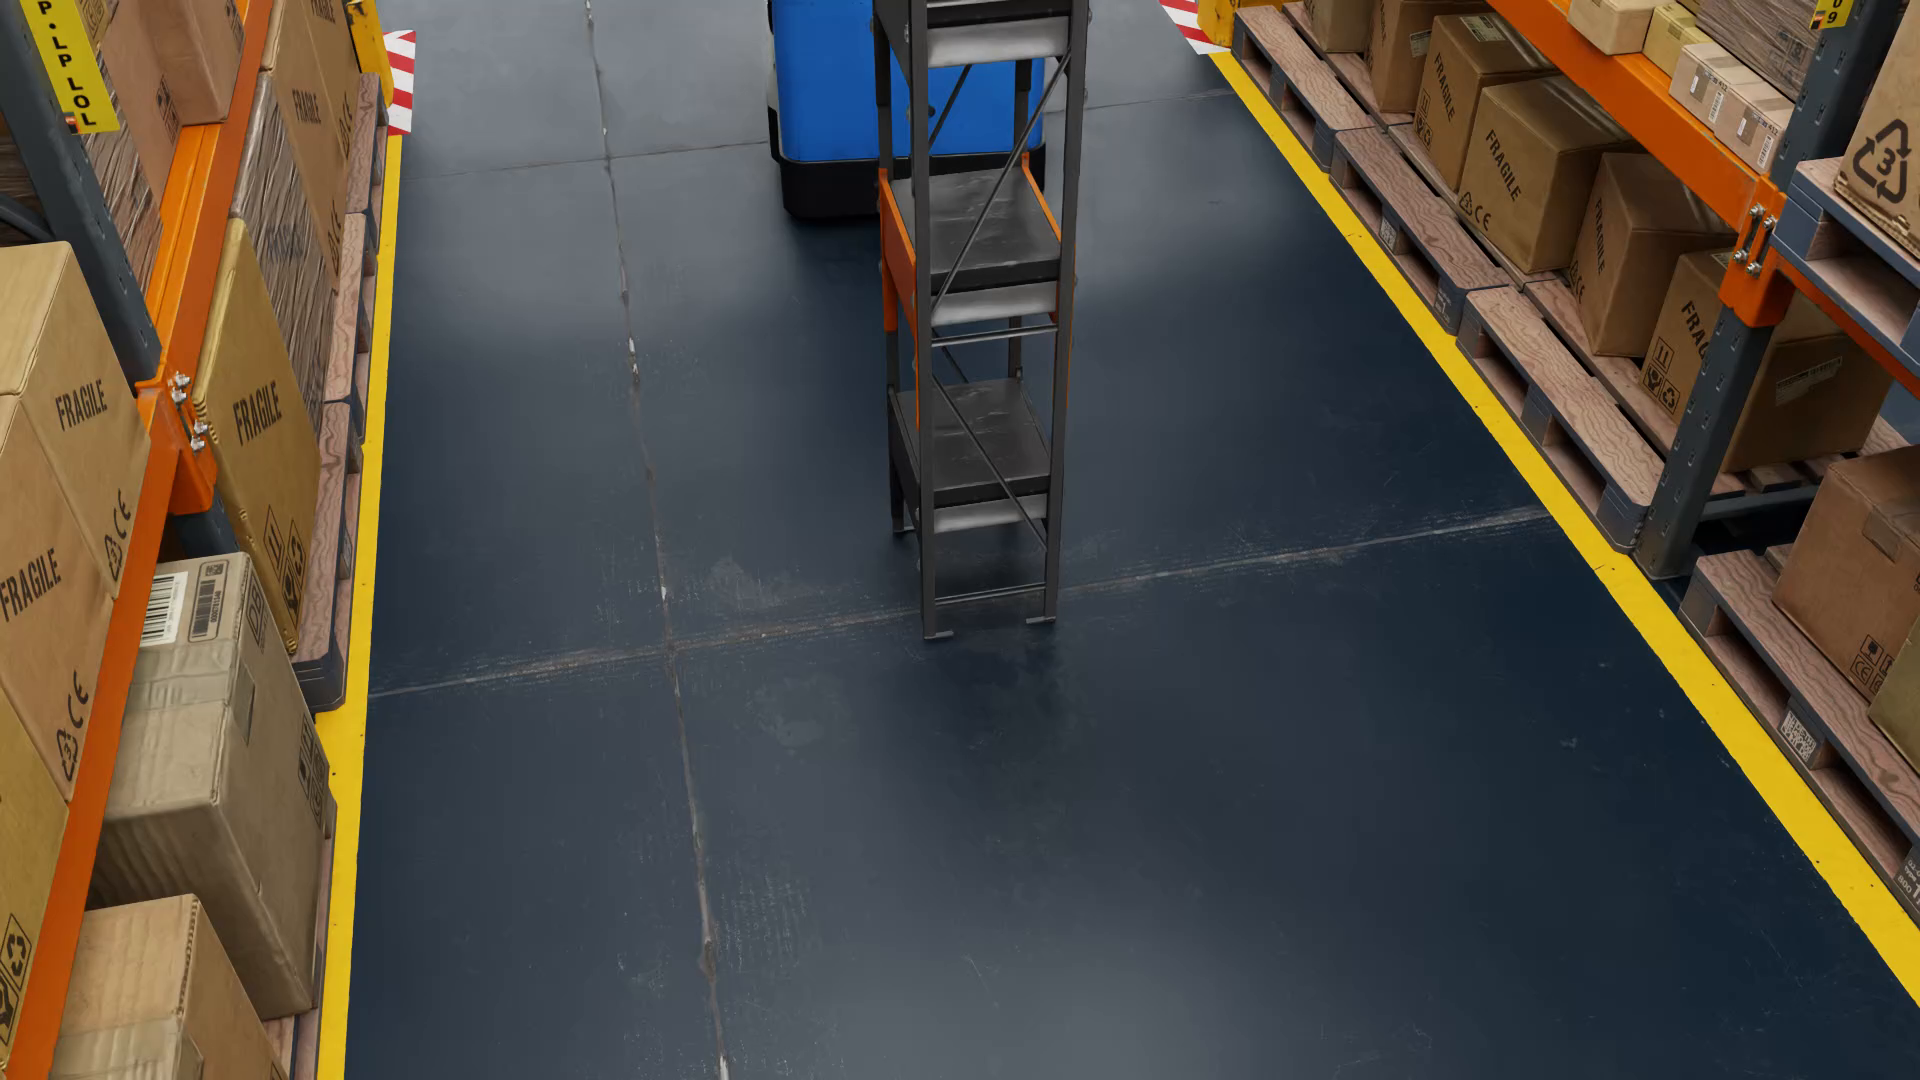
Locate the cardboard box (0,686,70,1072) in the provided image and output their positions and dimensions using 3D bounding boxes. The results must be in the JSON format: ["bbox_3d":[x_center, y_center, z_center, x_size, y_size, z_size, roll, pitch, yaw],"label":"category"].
[{"bbox_3d":[-1.679,0.462,2.395,0.500,0.500,0.500,-8,42,-9],"label":"cardboard box"}]

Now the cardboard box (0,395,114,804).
[{"bbox_3d":[-1.788,0.134,2.764,0.500,0.500,0.500,-9,42,-10],"label":"cardboard box"}]

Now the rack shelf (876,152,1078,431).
[{"bbox_3d":[0.036,-0.668,4.441,0.431,0.518,0.480,-8,42,-9],"label":"rack shelf"}]

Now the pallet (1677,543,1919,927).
[{"bbox_3d":[2.764,0.447,4.588,1.003,0.211,1.213,-8,42,-9],"label":"pallet"}]

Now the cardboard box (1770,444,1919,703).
[{"bbox_3d":[2.706,0.071,4.462,0.700,0.500,0.500,-11,43,-13],"label":"cardboard box"}]

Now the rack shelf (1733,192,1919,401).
[{"bbox_3d":[3.026,0.465,3.009,1.077,0.370,4.000,-8,42,-9],"label":"rack shelf"}]

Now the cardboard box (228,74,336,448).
[{"bbox_3d":[-2.536,-0.820,5.198,0.875,0.875,0.875,-8,42,-9],"label":"cardboard box"}]

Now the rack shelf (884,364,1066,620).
[{"bbox_3d":[0.036,-0.144,4.906,0.431,0.518,0.480,-8,42,-9],"label":"rack shelf"}]

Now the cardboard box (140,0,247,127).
[{"bbox_3d":[-2.504,-1.469,4.533,0.875,0.550,0.550,-8,42,-9],"label":"cardboard box"}]

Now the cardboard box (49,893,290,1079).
[{"bbox_3d":[-1.844,1.244,2.967,1.050,0.750,0.750,-8,42,-9],"label":"cardboard box"}]

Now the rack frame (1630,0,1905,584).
[{"bbox_3d":[2.594,-1.101,4.231,1.000,3.000,0.127,-8,42,-9],"label":"rack frame"}]

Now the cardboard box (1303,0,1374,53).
[{"bbox_3d":[1.849,-2.509,7.383,0.500,0.500,0.500,-1,42,-1],"label":"cardboard box"}]

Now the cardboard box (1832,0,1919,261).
[{"bbox_3d":[2.629,-0.947,3.289,1.000,1.000,1.000,-8,42,-9],"label":"cardboard box"}]

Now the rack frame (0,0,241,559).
[{"bbox_3d":[-2.271,-0.456,3.504,1.000,3.000,0.127,-8,42,-9],"label":"rack frame"}]

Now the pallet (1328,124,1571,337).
[{"bbox_3d":[2.148,-1.281,6.534,1.003,0.211,1.213,-8,42,-9],"label":"pallet"}]

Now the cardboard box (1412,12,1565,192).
[{"bbox_3d":[2.128,-1.718,6.492,0.500,0.500,0.500,-5,42,-5],"label":"cardboard box"}]

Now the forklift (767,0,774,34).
[{"bbox_3d":[-0.328,-3.346,6.812,1.121,2.935,3.031,-4,42,-5],"label":"forklift"}]

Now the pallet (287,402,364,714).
[{"bbox_3d":[-2.358,0.083,4.997,1.003,0.211,1.213,-8,42,-9],"label":"pallet"}]

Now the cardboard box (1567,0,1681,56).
[{"bbox_3d":[2.058,-1.584,4.964,0.380,0.149,0.250,-8,42,-9],"label":"cardboard box"}]

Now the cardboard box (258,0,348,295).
[{"bbox_3d":[-2.731,-1.411,5.864,0.875,0.875,0.875,-9,42,-10],"label":"cardboard box"}]

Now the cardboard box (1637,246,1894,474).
[{"bbox_3d":[2.547,-0.588,5.220,0.500,0.500,0.500,-10,42,-11],"label":"cardboard box"}]

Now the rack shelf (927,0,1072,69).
[{"bbox_3d":[0.036,-1.294,3.886,0.368,0.174,0.457,-8,42,-9],"label":"rack shelf"}]

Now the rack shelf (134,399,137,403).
[{"bbox_3d":[-1.839,1.037,2.217,0.919,0.124,3.809,-8,42,-9],"label":"rack shelf"}]

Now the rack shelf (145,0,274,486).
[{"bbox_3d":[-2.702,-1.483,5.203,1.077,0.370,4.000,-8,42,-9],"label":"rack shelf"}]

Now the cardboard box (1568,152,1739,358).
[{"bbox_3d":[2.224,-2.451,6.008,1.144,2.239,2.984,4,42,4],"label":"cardboard box"}]

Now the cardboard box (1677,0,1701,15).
[{"bbox_3d":[2.484,-1.879,4.808,0.875,0.500,0.500,-8,42,-9],"label":"cardboard box"}]

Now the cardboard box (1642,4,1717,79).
[{"bbox_3d":[2.221,-1.438,4.800,0.380,0.149,0.250,-8,42,-9],"label":"cardboard box"}]

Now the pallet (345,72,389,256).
[{"bbox_3d":[-2.885,-1.498,6.779,1.003,0.211,1.213,-8,42,-9],"label":"pallet"}]

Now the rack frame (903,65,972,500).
[{"bbox_3d":[-0.018,-0.836,4.610,0.380,1.831,0.006,-8,42,-9],"label":"rack frame"}]

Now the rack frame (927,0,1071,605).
[{"bbox_3d":[0.087,-0.520,4.254,0.380,1.831,0.006,-8,42,-9],"label":"rack frame"}]

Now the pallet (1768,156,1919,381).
[{"bbox_3d":[2.617,-0.513,3.713,1.003,0.211,1.213,-8,42,-9],"label":"pallet"}]

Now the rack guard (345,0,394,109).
[{"bbox_3d":[-3.139,-2.129,7.272,1.175,0.500,0.348,-8,42,-9],"label":"rack guard"}]

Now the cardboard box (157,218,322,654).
[{"bbox_3d":[-2.338,-0.236,4.540,0.875,0.875,0.875,-8,42,-9],"label":"cardboard box"}]

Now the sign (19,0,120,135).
[{"bbox_3d":[-1.743,-0.943,3.240,0.100,0.325,0.005,-8,42,-9],"label":"sign"}]

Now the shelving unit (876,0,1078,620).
[{"bbox_3d":[-5.628,-0.965,2.385,12.070,5.092,0.667,-8,42,-9],"label":"shelving unit"}]

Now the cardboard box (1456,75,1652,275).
[{"bbox_3d":[2.205,-1.349,6.077,0.500,0.500,0.500,-12,43,-13],"label":"cardboard box"}]

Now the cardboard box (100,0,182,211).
[{"bbox_3d":[-2.503,-1.102,4.119,0.875,0.550,0.550,-8,42,-9],"label":"cardboard box"}]

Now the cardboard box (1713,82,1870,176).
[{"bbox_3d":[2.261,-1.104,4.424,0.380,0.149,0.250,-8,42,-9],"label":"cardboard box"}]

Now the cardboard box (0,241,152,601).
[{"bbox_3d":[-1.897,-0.193,3.133,0.500,0.500,0.500,-9,42,-10],"label":"cardboard box"}]

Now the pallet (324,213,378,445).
[{"bbox_3d":[-2.625,-0.709,5.890,1.003,0.211,1.213,-8,42,-9],"label":"pallet"}]

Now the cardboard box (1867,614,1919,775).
[{"bbox_3d":[2.790,0.382,4.111,0.700,0.500,0.500,-9,42,-10],"label":"cardboard box"}]

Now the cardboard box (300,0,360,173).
[{"bbox_3d":[-2.923,-1.981,6.506,0.875,0.875,0.875,-8,42,-9],"label":"cardboard box"}]
